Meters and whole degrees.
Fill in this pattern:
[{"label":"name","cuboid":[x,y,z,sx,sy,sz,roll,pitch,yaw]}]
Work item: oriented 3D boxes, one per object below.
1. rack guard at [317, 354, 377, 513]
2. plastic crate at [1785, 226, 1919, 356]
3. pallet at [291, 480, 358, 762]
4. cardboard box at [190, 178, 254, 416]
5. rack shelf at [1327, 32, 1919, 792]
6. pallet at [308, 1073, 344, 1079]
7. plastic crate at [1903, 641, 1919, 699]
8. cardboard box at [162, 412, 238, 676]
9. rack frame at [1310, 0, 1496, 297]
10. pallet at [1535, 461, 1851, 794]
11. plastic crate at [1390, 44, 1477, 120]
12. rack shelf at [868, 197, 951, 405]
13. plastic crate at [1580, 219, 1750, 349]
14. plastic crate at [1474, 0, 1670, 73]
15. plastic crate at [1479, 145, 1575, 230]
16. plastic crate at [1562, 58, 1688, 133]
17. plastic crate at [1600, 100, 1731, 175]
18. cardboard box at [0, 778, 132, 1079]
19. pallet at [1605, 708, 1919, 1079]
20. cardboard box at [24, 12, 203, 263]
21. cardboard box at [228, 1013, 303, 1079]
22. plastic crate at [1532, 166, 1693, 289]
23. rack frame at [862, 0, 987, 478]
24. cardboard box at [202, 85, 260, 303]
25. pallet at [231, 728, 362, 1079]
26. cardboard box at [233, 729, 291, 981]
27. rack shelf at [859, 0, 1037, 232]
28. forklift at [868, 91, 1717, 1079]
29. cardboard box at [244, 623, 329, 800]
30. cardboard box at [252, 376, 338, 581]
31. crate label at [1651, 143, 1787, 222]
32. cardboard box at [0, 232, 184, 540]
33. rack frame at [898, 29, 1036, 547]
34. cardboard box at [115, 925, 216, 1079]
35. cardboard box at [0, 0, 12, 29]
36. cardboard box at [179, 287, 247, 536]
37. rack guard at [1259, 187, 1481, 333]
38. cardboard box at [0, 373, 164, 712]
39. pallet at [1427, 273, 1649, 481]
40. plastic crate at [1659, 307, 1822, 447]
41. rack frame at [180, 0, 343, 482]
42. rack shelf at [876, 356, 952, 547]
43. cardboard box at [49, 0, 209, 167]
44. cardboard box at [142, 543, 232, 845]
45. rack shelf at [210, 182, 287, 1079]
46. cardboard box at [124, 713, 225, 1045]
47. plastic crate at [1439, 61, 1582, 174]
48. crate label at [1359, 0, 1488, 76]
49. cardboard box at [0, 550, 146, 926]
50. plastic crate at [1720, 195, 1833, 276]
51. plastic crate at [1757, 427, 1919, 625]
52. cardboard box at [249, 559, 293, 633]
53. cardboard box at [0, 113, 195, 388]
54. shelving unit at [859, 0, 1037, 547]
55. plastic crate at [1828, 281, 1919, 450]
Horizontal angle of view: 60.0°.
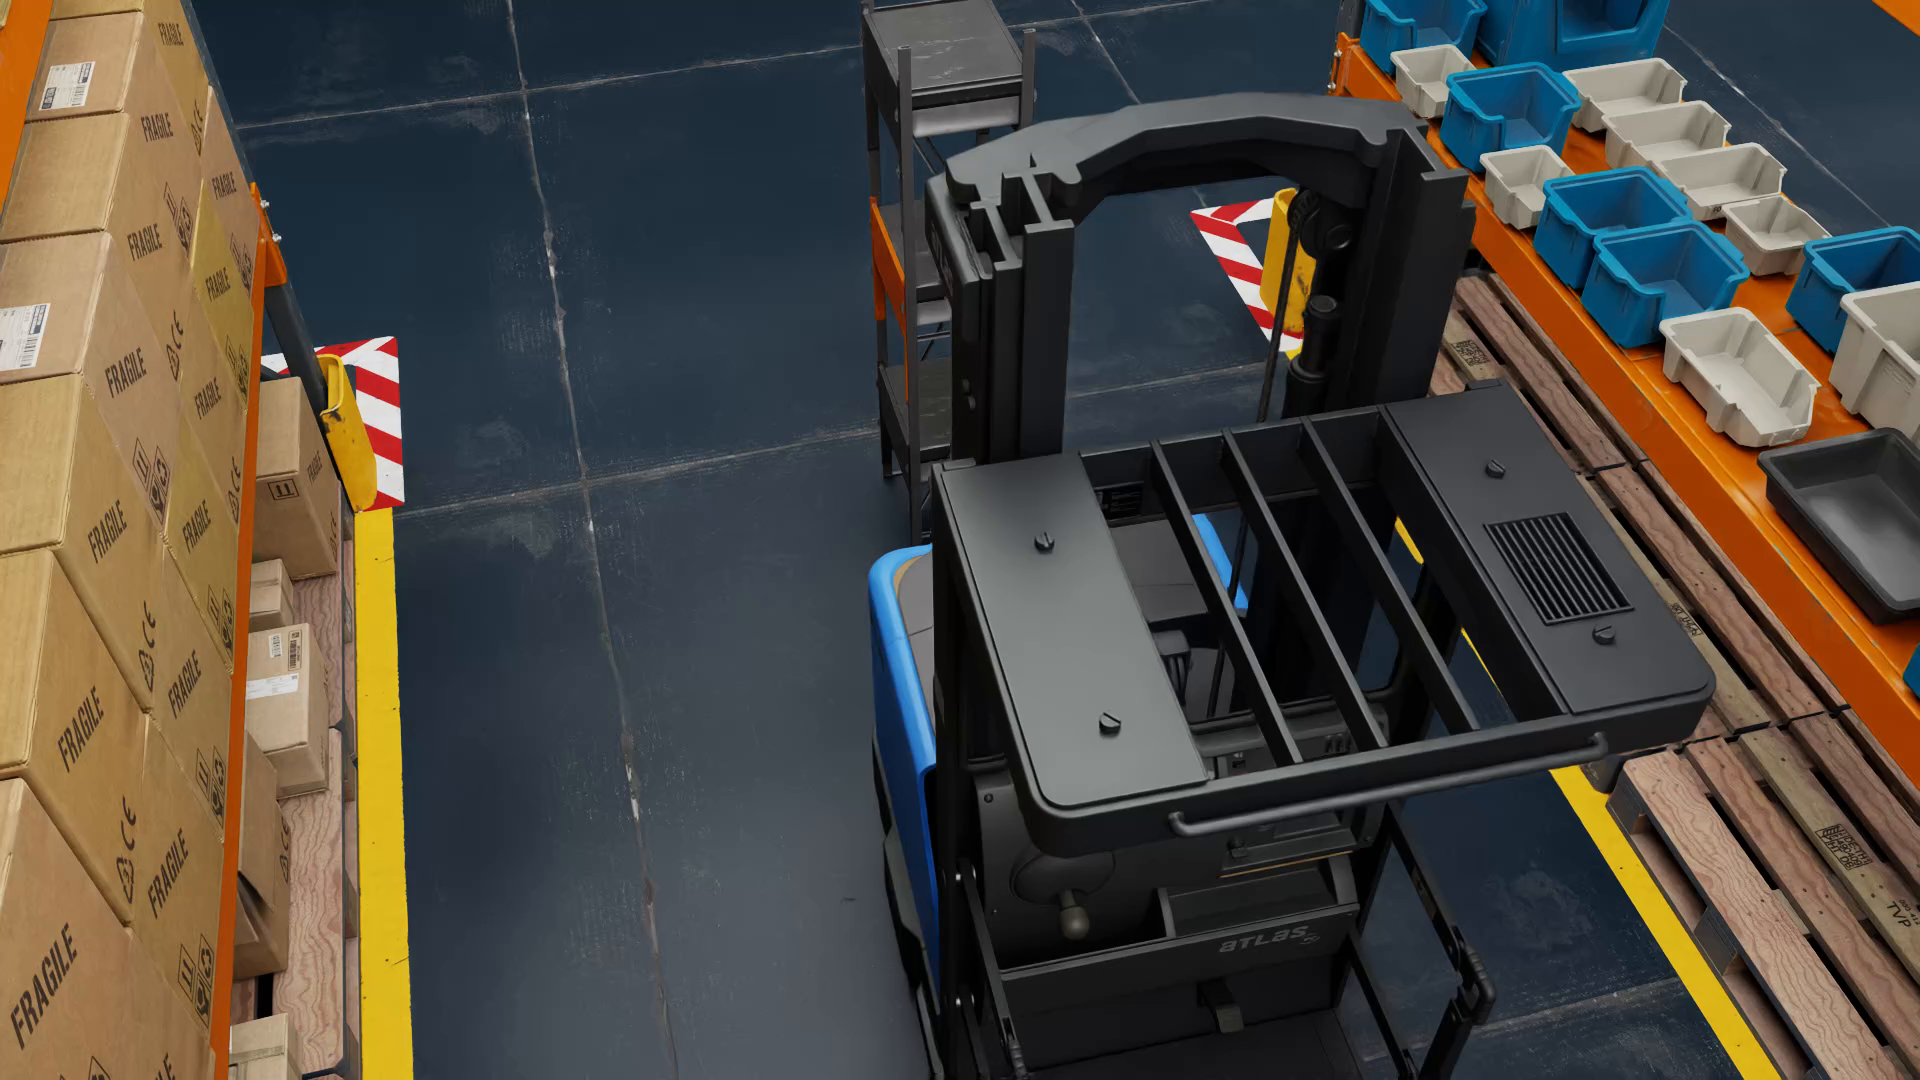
[{"label":"rack guard","cuboid":[-2.841,-0.308,6.201,1.175,0.500,0.348,-11,47,-10]},{"label":"plastic crate","cuboid":[2.702,-0.729,4.940,0.416,0.233,0.300,-11,47,-10]},{"label":"pallet","cuboid":[-2.636,0.344,5.765,1.003,0.211,1.213,-11,47,-10]},{"label":"cardboard box","cuboid":[-2.347,-0.653,4.720,0.500,0.500,0.500,-10,46,-10]},{"label":"rack shelf","cuboid":[2.441,-0.505,5.149,1.077,0.370,4.000,-11,47,-10]},{"label":"pallet","cuboid":[-2.012,2.028,4.114,1.003,0.211,1.213,-11,47,-10]},{"label":"plastic crate","cuboid":[2.503,0.348,3.778,0.392,0.384,0.575,-11,47,-10]},{"label":"cardboard box","cuboid":[-2.095,0.040,4.040,0.500,0.500,0.500,-11,47,-11]},{"label":"rack frame","cuboid":[1.929,-2.138,6.245,1.000,3.000,0.127,-11,47,-10]},{"label":"pallet","cuboid":[2.411,0.255,5.852,1.003,0.211,1.213,-11,47,-10]},{"label":"plastic crate","cuboid":[1.676,-1.599,5.860,0.250,0.136,0.298,-11,47,-10]},{"label":"rack shelf","cuboid":[-0.042,-0.840,5.622,0.431,0.518,0.480,-11,47,-10]},{"label":"plastic crate","cuboid":[2.087,-0.754,4.963,0.416,0.233,0.300,-11,47,-10]},{"label":"plastic crate","cuboid":[2.195,-1.974,6.018,0.616,0.435,0.499,-11,47,-10]},{"label":"plastic crate","cuboid":[1.849,-1.131,5.401,0.250,0.136,0.298,-11,47,-10]},{"label":"plastic crate","cuboid":[2.312,-1.537,5.798,0.396,0.136,0.243,-11,47,-10]},{"label":"plastic crate","cuboid":[2.373,-1.334,5.600,0.396,0.136,0.243,-11,47,-10]},{"label":"cardboard box","cuboid":[-1.685,0.765,2.630,0.500,0.500,0.500,-10,46,-9]},{"label":"pallet","cuboid":[2.727,1.099,5.025,1.003,0.211,1.213,-11,47,-10]},{"label":"cardboard box","cuboid":[-2.351,-1.014,4.374,0.500,0.500,0.500,-10,46,-9]},{"label":"cardboard box","cuboid":[-1.966,1.440,4.415,0.380,0.166,0.250,-11,47,-10]},{"label":"plastic crate","cuboid":[2.011,-0.961,5.166,0.416,0.233,0.300,-11,47,-10]},{"label":"rack frame","cuboid":[-0.105,-1.018,5.777,0.400,2.100,0.015,-11,47,-10]},{"label":"cardboard box","cuboid":[-2.483,-1.010,5.070,0.500,0.500,0.500,-9,46,-9]},{"label":"pallet","cuboid":[-2.327,1.185,4.941,1.003,0.211,1.213,-11,47,-10]},{"label":"cardboard box","cuboid":[-2.323,0.950,4.658,0.797,0.503,0.637,-11,47,-10]},{"label":"rack shelf","cuboid":[-0.042,-1.330,5.122,0.431,0.518,0.480,-11,47,-10]},{"label":"forklift","cuboid":[0.544,0.715,3.497,1.130,2.935,3.031,-9,46,-9]},{"label":"cardboard box","cuboid":[-2.269,0.565,5.213,0.500,0.250,0.500,-11,47,-10]},{"label":"cardboard box","cuboid":[-2.483,-0.184,5.772,0.500,0.500,0.500,-11,47,-10]},{"label":"crate label","cuboid":[2.467,-1.146,5.416,0.396,0.136,0.243,-11,47,-10]},{"label":"cardboard box","cuboid":[-2.082,-0.303,3.676,0.500,0.500,0.500,-9,46,-9]},{"label":"rack frame","cuboid":[0.020,-0.681,5.447,0.400,2.100,0.015,-11,47,-10]},{"label":"cardboard box","cuboid":[-1.704,1.090,3.012,0.500,0.500,0.500,-10,46,-9]},{"label":"cardboard box","cuboid":[-2.216,-1.236,3.366,0.500,0.250,0.500,-11,47,-10]},{"label":"cardboard box","cuboid":[-2.224,-0.307,4.381,0.500,0.500,0.500,-10,46,-10]},{"label":"rack guard","cuboid":[1.910,-1.277,7.152,1.175,0.500,0.348,-11,47,-10]},{"label":"cardboard box","cuboid":[-1.949,0.054,3.327,0.500,0.500,0.500,-12,47,-11]},{"label":"pallet","cuboid":[2.102,-0.586,6.676,1.003,0.211,1.213,-11,47,-10]},{"label":"plastic crate","cuboid":[2.216,-0.452,4.736,0.293,0.136,0.466,-11,47,-10]},{"label":"rack frame","cuboid":[-2.861,-1.235,5.360,1.000,3.000,0.127,-11,47,-10]},{"label":"rack shelf","cuboid":[-0.042,-0.350,6.122,0.431,0.518,0.480,-11,47,-10]},{"label":"cardboard box","cuboid":[-2.481,-1.363,4.715,0.500,0.500,0.500,-11,47,-11]},{"label":"cardboard box","cuboid":[-1.964,0.391,3.696,0.500,0.500,0.500,-11,47,-11]},{"label":"rack shelf","cuboid":[-2.349,0.398,4.264,1.077,0.370,4.000,-11,47,-10]},{"label":"cardboard box","cuboid":[-1.838,0.737,3.357,0.500,0.500,0.500,-10,46,-10]},{"label":"plastic crate","cuboid":[1.842,-1.415,5.612,0.416,0.233,0.300,-11,47,-10]},{"label":"crate label","cuboid":[1.673,-1.870,6.057,0.416,0.233,0.303,-11,47,-10]},{"label":"cardboard box","cuboid":[-1.818,0.409,2.979,0.500,0.500,0.500,-12,47,-12]},{"label":"plastic crate","cuboid":[2.561,-0.945,5.219,0.298,0.136,0.250,-11,47,-10]},{"label":"plastic crate","cuboid":[2.406,-0.025,4.325,0.437,0.125,0.590,-11,47,-10]},{"label":"cardboard box","cuboid":[-2.467,0.229,5.601,0.380,0.166,0.250,-11,47,-10]},{"label":"cardboard box","cuboid":[-2.214,-0.657,4.024,0.500,0.500,0.500,-10,46,-9]},{"label":"shelving unit","cuboid":[-0.042,-0.849,5.612,0.431,2.100,0.503,-11,47,-10]},{"label":"plastic crate","cuboid":[2.740,-0.444,4.626,0.437,0.282,0.530,-11,47,-10]}]
